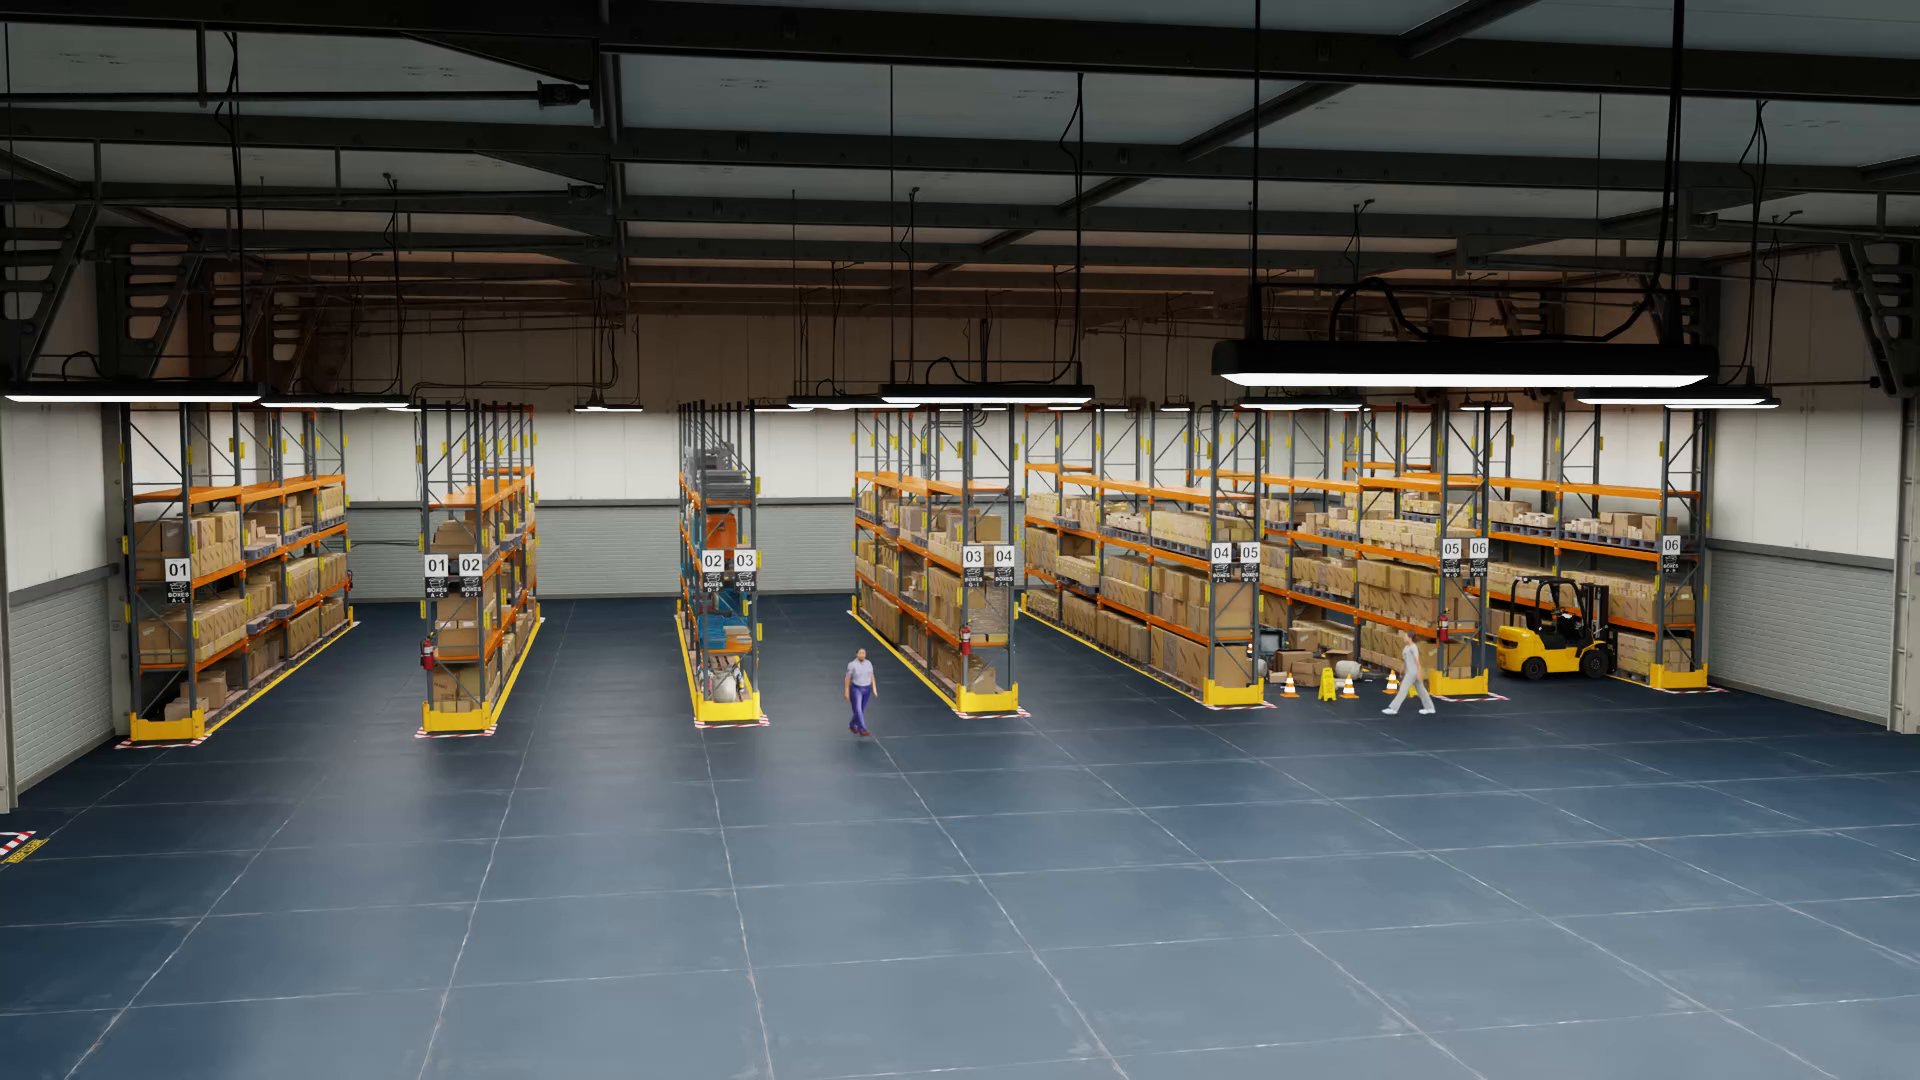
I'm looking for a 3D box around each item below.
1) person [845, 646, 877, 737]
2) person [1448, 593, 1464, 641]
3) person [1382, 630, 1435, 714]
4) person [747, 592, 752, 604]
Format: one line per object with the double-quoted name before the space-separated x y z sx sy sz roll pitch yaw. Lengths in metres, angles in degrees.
"person" -1.739 2.682 29.454 0.535 1.588 1.040 -3 5 -38
"person" 11.470 2.017 38.257 0.561 1.712 0.378 -3 5 -37
"person" 8.543 2.508 31.642 1.024 1.597 0.472 0 4 5
"person" -6.315 1.131 50.103 0.427 1.589 0.454 3 6 38
